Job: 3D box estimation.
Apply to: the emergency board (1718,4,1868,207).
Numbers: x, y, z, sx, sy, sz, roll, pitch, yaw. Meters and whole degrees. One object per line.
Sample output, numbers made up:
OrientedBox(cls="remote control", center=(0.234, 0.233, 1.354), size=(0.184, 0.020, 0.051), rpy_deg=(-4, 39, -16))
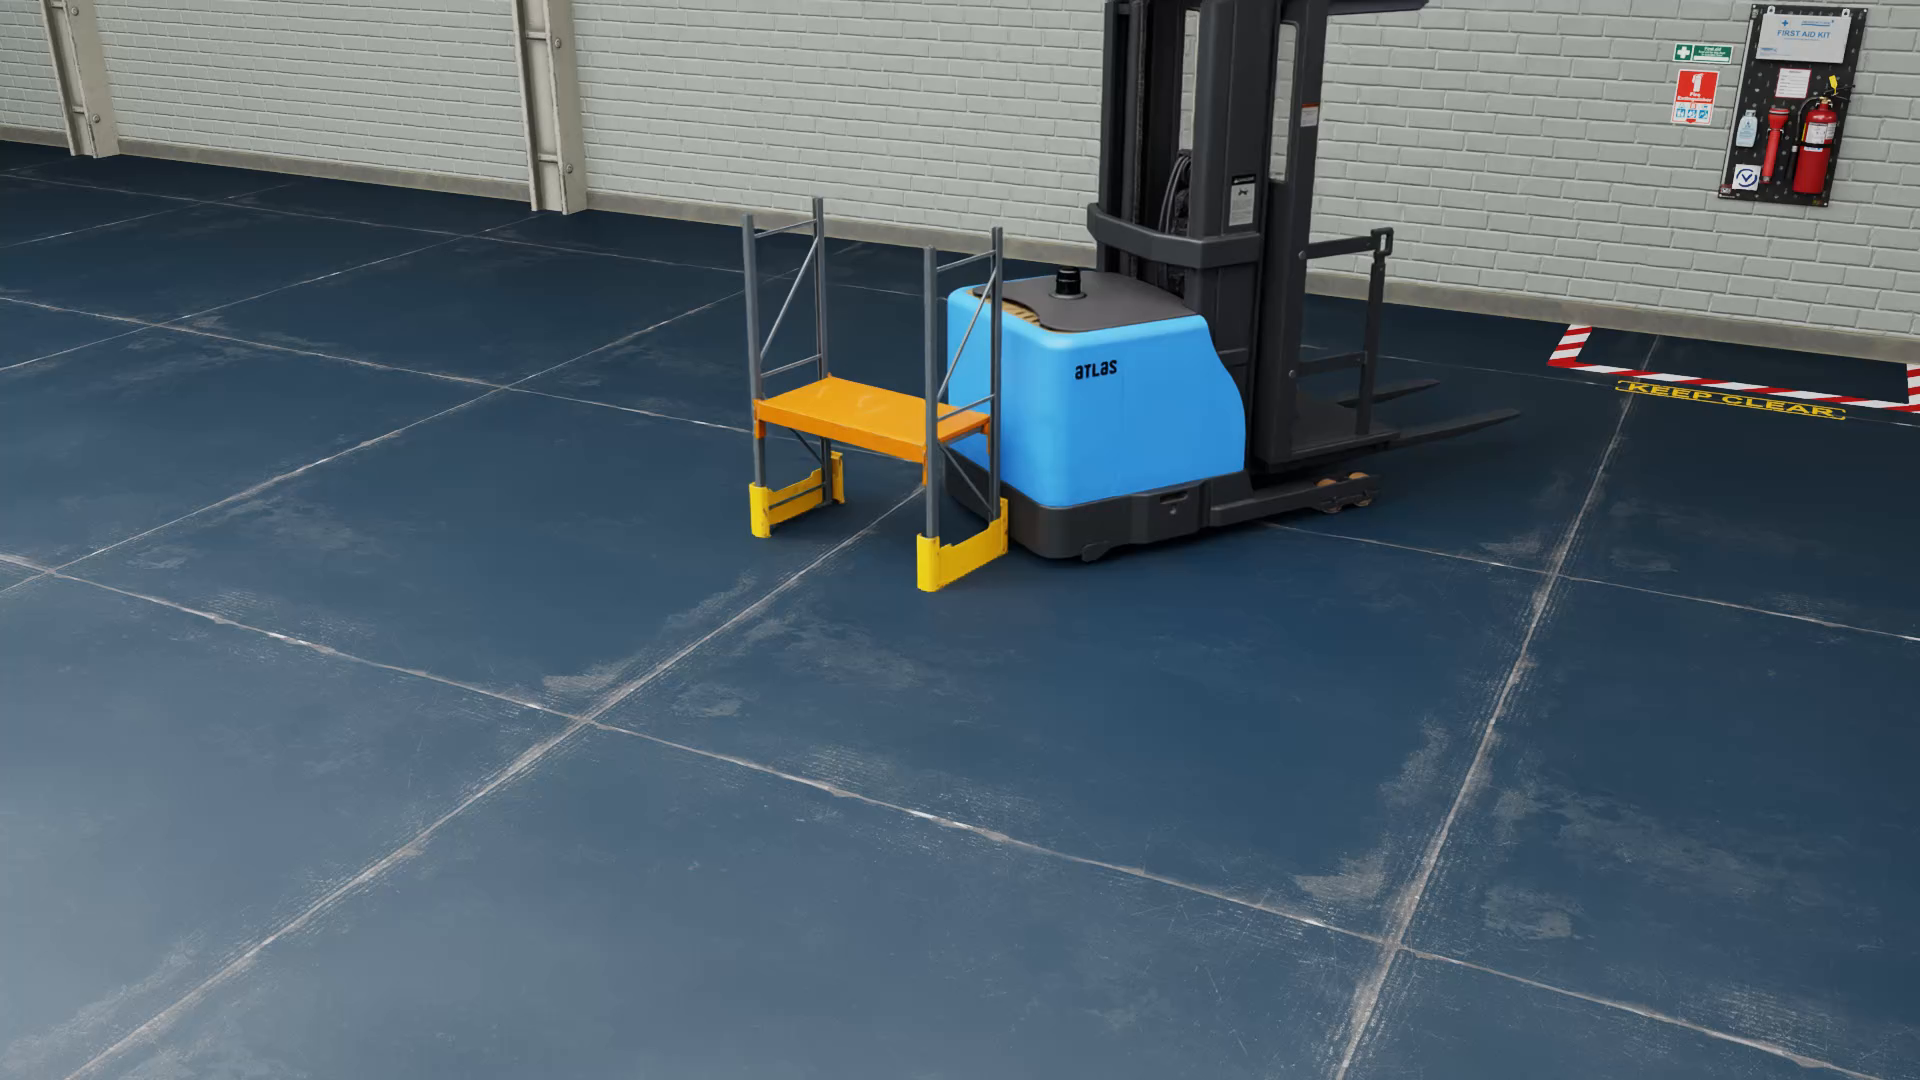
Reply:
OrientedBox(cls="emergency board", center=(5.024, -2.608, 10.050), size=(0.643, 1.169, 0.194), rpy_deg=(11, 25, 25))

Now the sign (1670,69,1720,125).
OrientedBox(cls="sign", center=(4.577, -2.758, 10.357), size=(0.234, 0.329, 0.001), rpy_deg=(11, 25, 25))

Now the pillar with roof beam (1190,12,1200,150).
OrientedBox(cls="pillar with roof beam", center=(-0.085, -4.475, 6.774), size=(0.400, 9.000, 9.100), rpy_deg=(11, 25, 25))

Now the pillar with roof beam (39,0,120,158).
OrientedBox(cls="pillar with roof beam", center=(-10.794, -6.594, 11.757), size=(0.400, 9.000, 9.100), rpy_deg=(11, 25, 25))

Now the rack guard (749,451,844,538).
OrientedBox(cls="rack guard", center=(-0.774, -0.222, 7.952), size=(0.087, 0.250, 0.587), rpy_deg=(17, 28, 34))

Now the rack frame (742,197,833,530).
OrientedBox(cls="rack frame", center=(-0.789, -0.802, 7.718), size=(0.032, 1.500, 0.500), rpy_deg=(17, 28, 34))

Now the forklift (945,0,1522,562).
OrientedBox(cls="forklift", center=(1.472, -1.646, 7.874), size=(3.031, 2.935, 1.130), rpy_deg=(-12, 26, -26))

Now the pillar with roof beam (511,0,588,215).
OrientedBox(cls="pillar with roof beam", center=(-5.440, -5.535, 9.266), size=(0.400, 9.000, 9.100), rpy_deg=(11, 25, 25))

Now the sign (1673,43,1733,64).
OrientedBox(cls="sign", center=(4.577, -2.998, 10.244), size=(0.331, 0.109, 0.001), rpy_deg=(11, 25, 25))

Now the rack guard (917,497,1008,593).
OrientedBox(cls="rack guard", center=(0.017, 0.015, 7.396), size=(0.087, 0.250, 0.587), rpy_deg=(17, 28, 34))

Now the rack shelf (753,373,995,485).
OrientedBox(cls="rack shelf", center=(-0.385, -0.515, 7.505), size=(1.000, 0.185, 0.538), rpy_deg=(17, 28, 34))

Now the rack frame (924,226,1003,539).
OrientedBox(cls="rack frame", center=(0.018, -0.560, 7.150), size=(0.032, 1.500, 0.500), rpy_deg=(17, 28, 34))

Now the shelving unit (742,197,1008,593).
OrientedBox(cls="shelving unit", center=(-0.378, -0.679, 7.429), size=(1.083, 1.500, 0.587), rpy_deg=(17, 28, 34))

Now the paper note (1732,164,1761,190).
OrientedBox(cls="paper note", center=(4.897, -2.258, 10.353), size=(0.142, 0.148, 0.016), rpy_deg=(11, 25, 25))
